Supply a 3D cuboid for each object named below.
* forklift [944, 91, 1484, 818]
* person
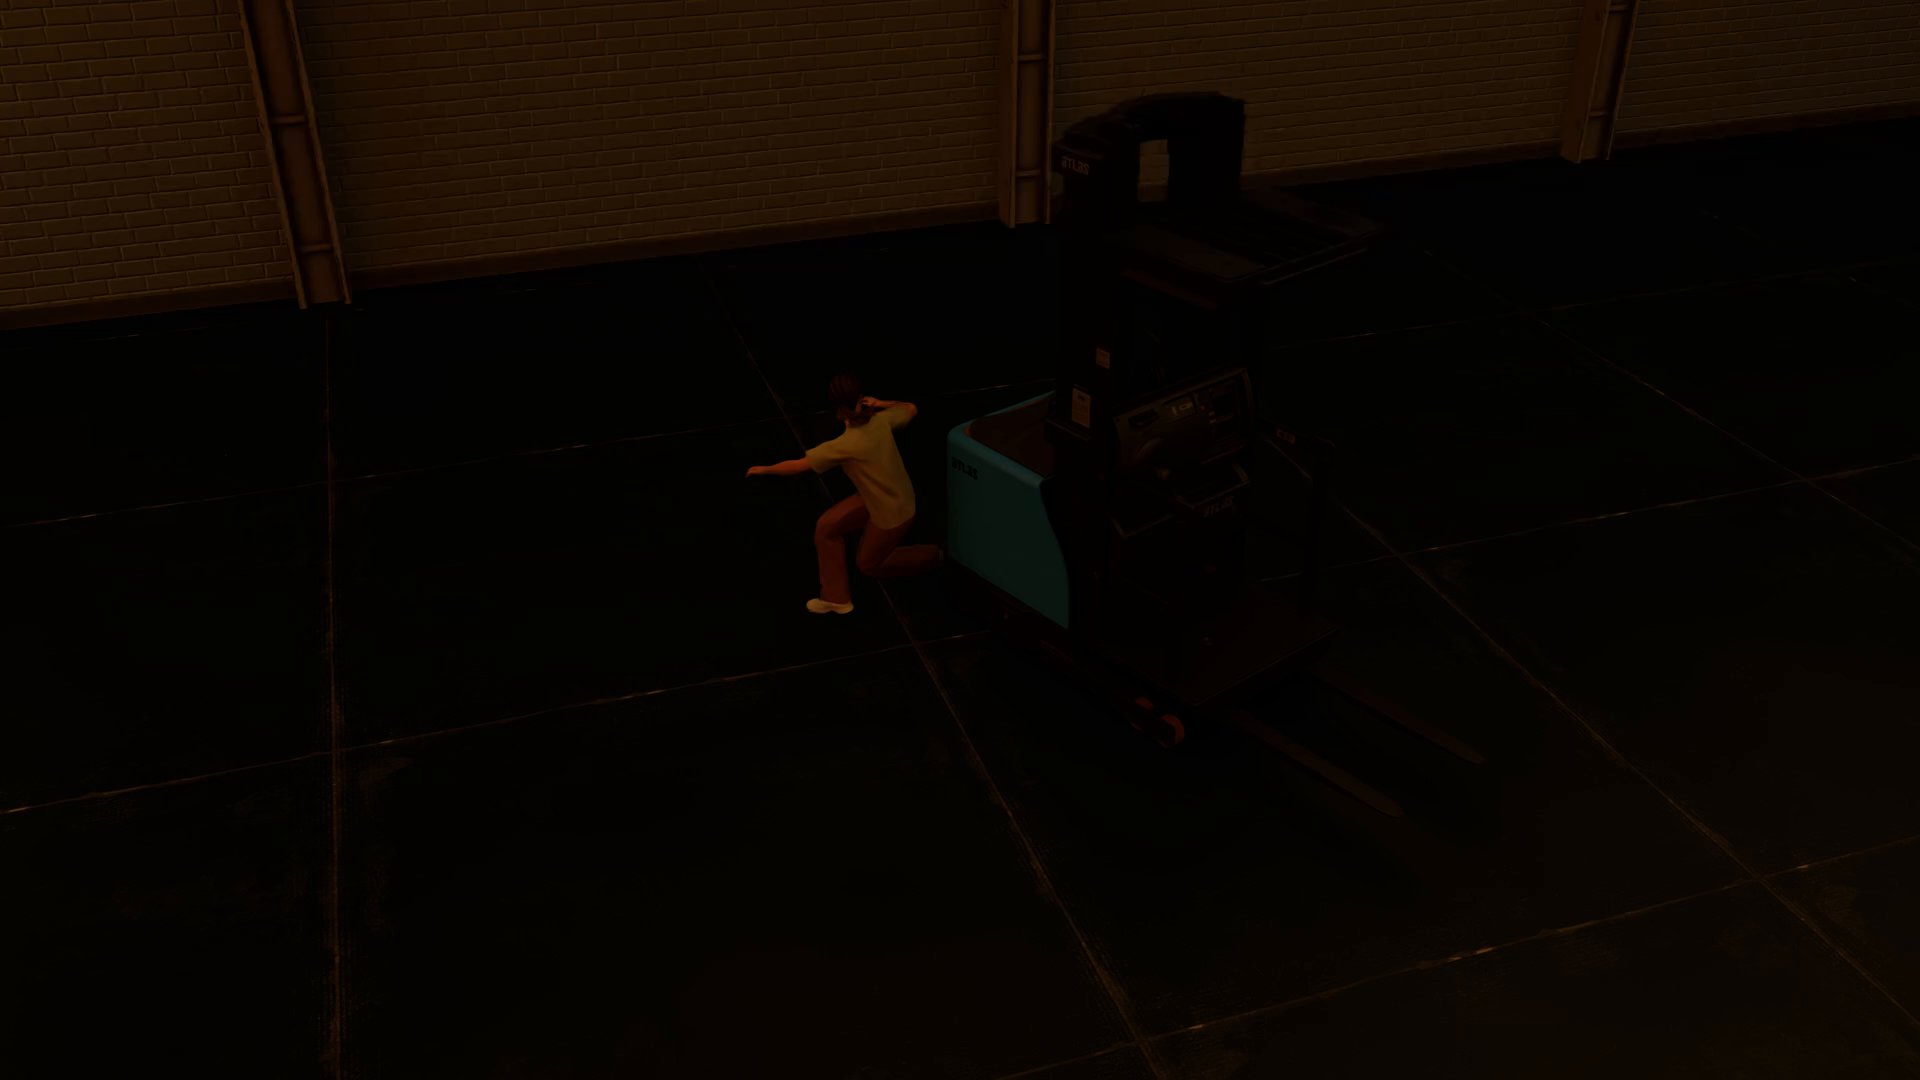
[{"bbox_3d":[1.239,-0.524,7.998,1.130,2.935,3.031,-22,37,-34],"label":"forklift"},{"bbox_3d":[-0.608,-0.289,9.099,1.068,1.441,0.763,2,30,3],"label":"person"}]
